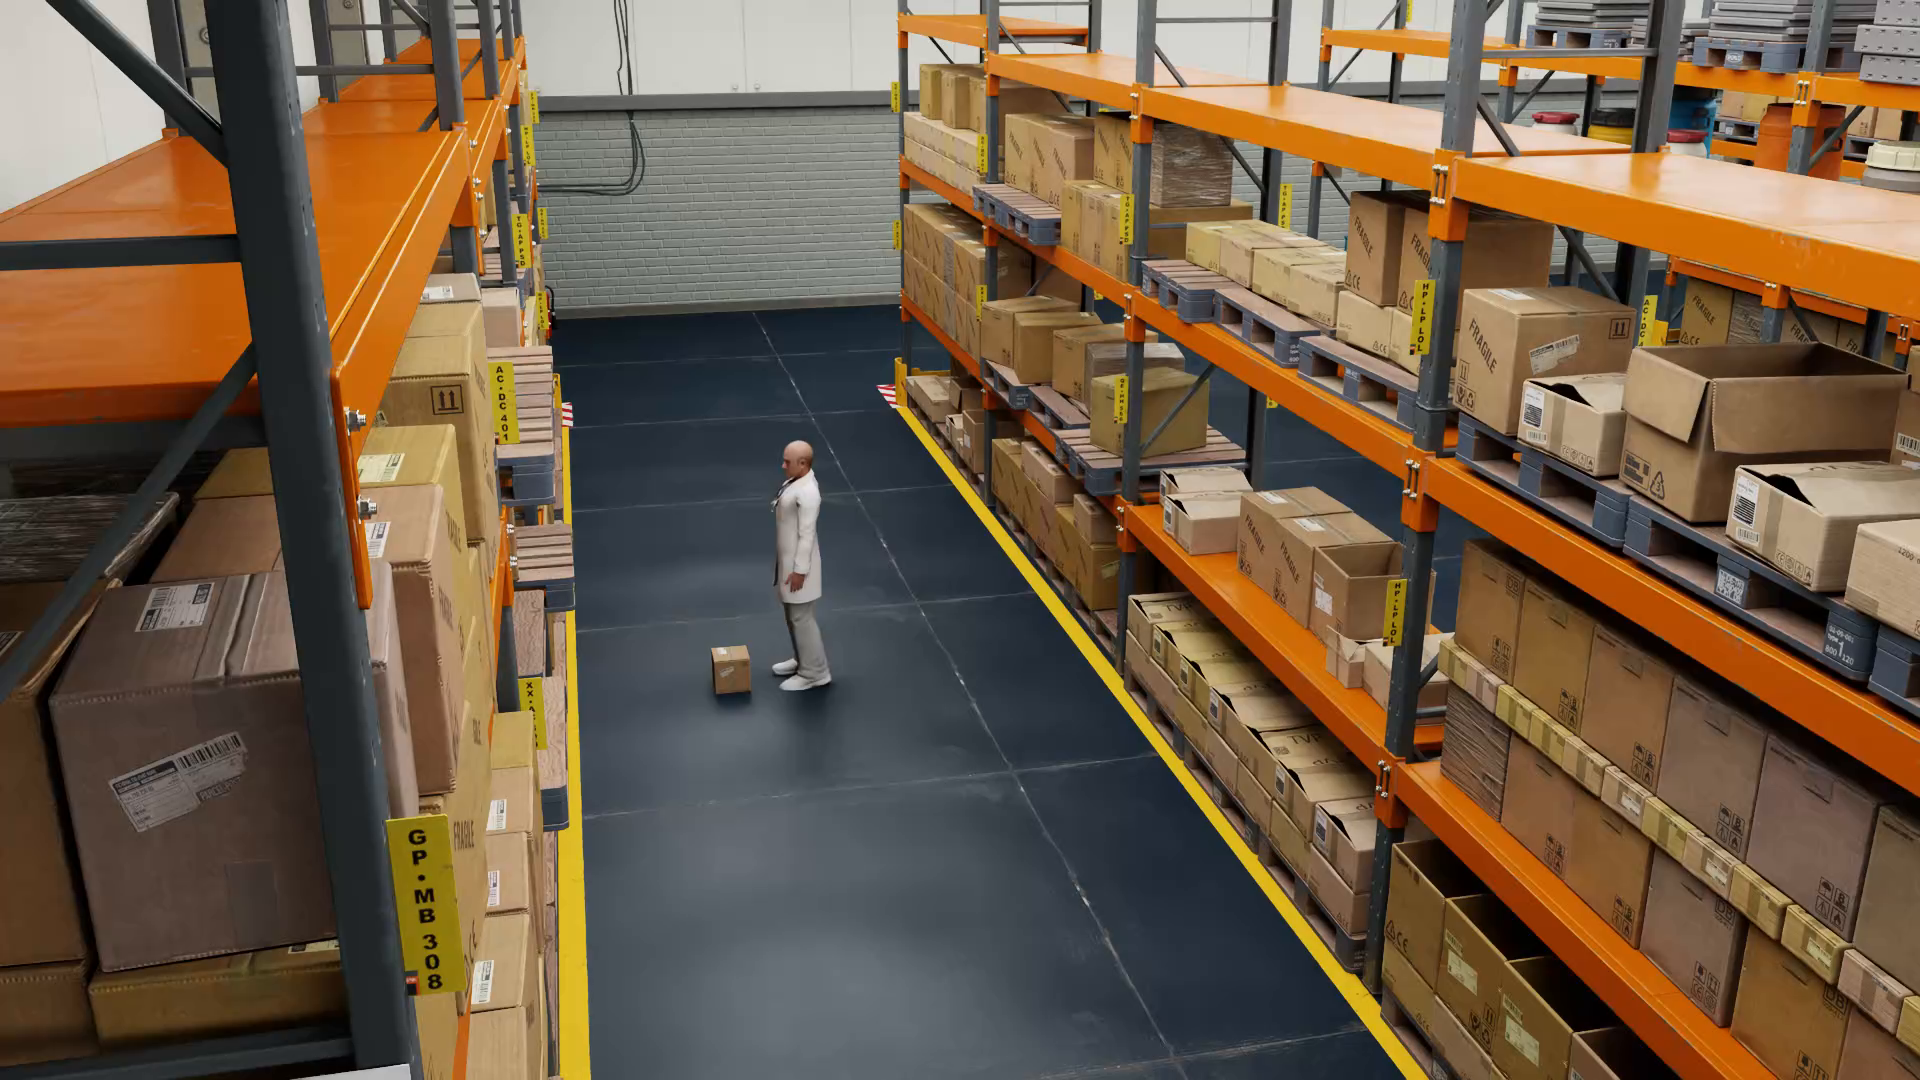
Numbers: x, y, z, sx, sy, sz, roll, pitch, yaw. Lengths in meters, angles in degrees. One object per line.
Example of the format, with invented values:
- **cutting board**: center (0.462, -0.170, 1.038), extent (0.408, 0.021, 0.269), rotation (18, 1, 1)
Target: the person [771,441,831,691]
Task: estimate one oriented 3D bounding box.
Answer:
- **person**: center (-1.131, 0.174, 11.628), extent (0.395, 1.793, 0.563), rotation (-4, 20, -11)
